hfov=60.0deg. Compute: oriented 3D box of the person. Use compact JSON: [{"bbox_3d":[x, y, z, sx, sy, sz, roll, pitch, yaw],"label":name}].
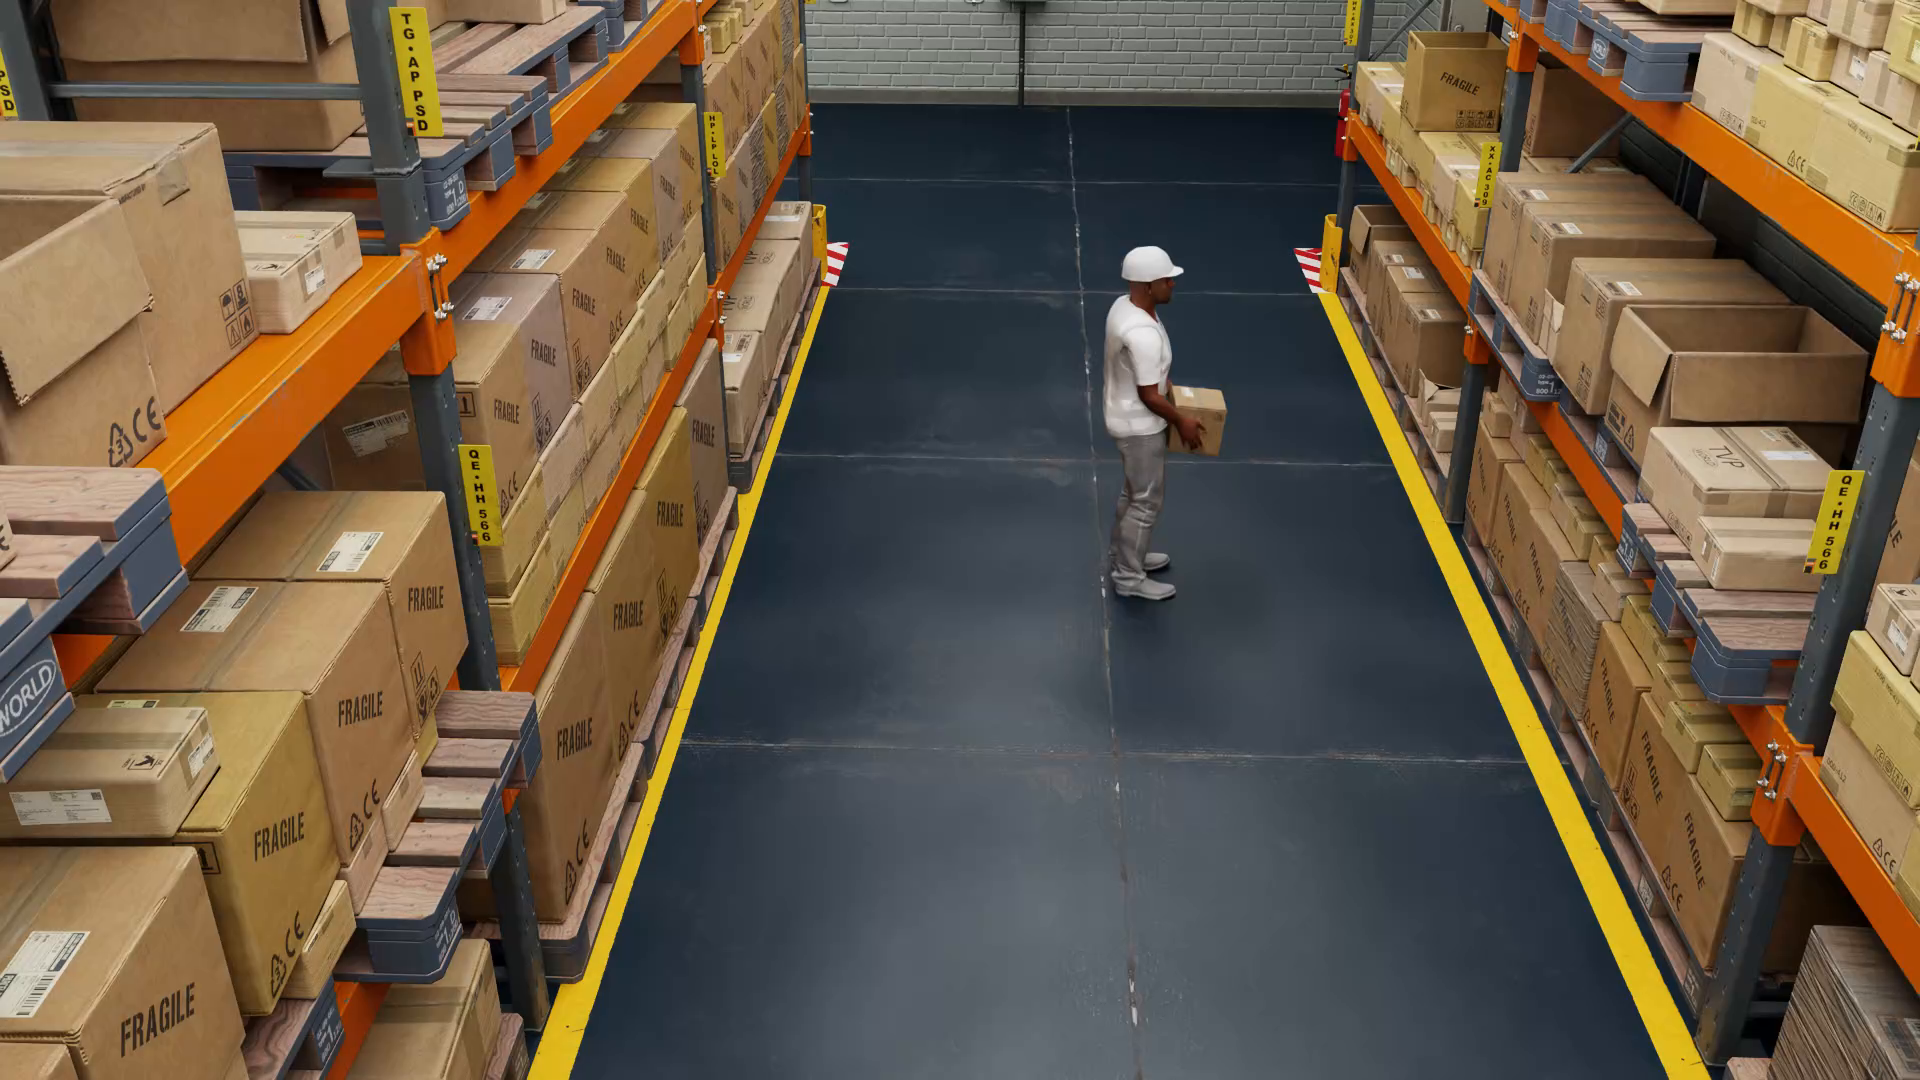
[{"bbox_3d":[0.947,-0.584,8.202,0.509,1.768,0.562,1,28,1],"label":"person"}]
